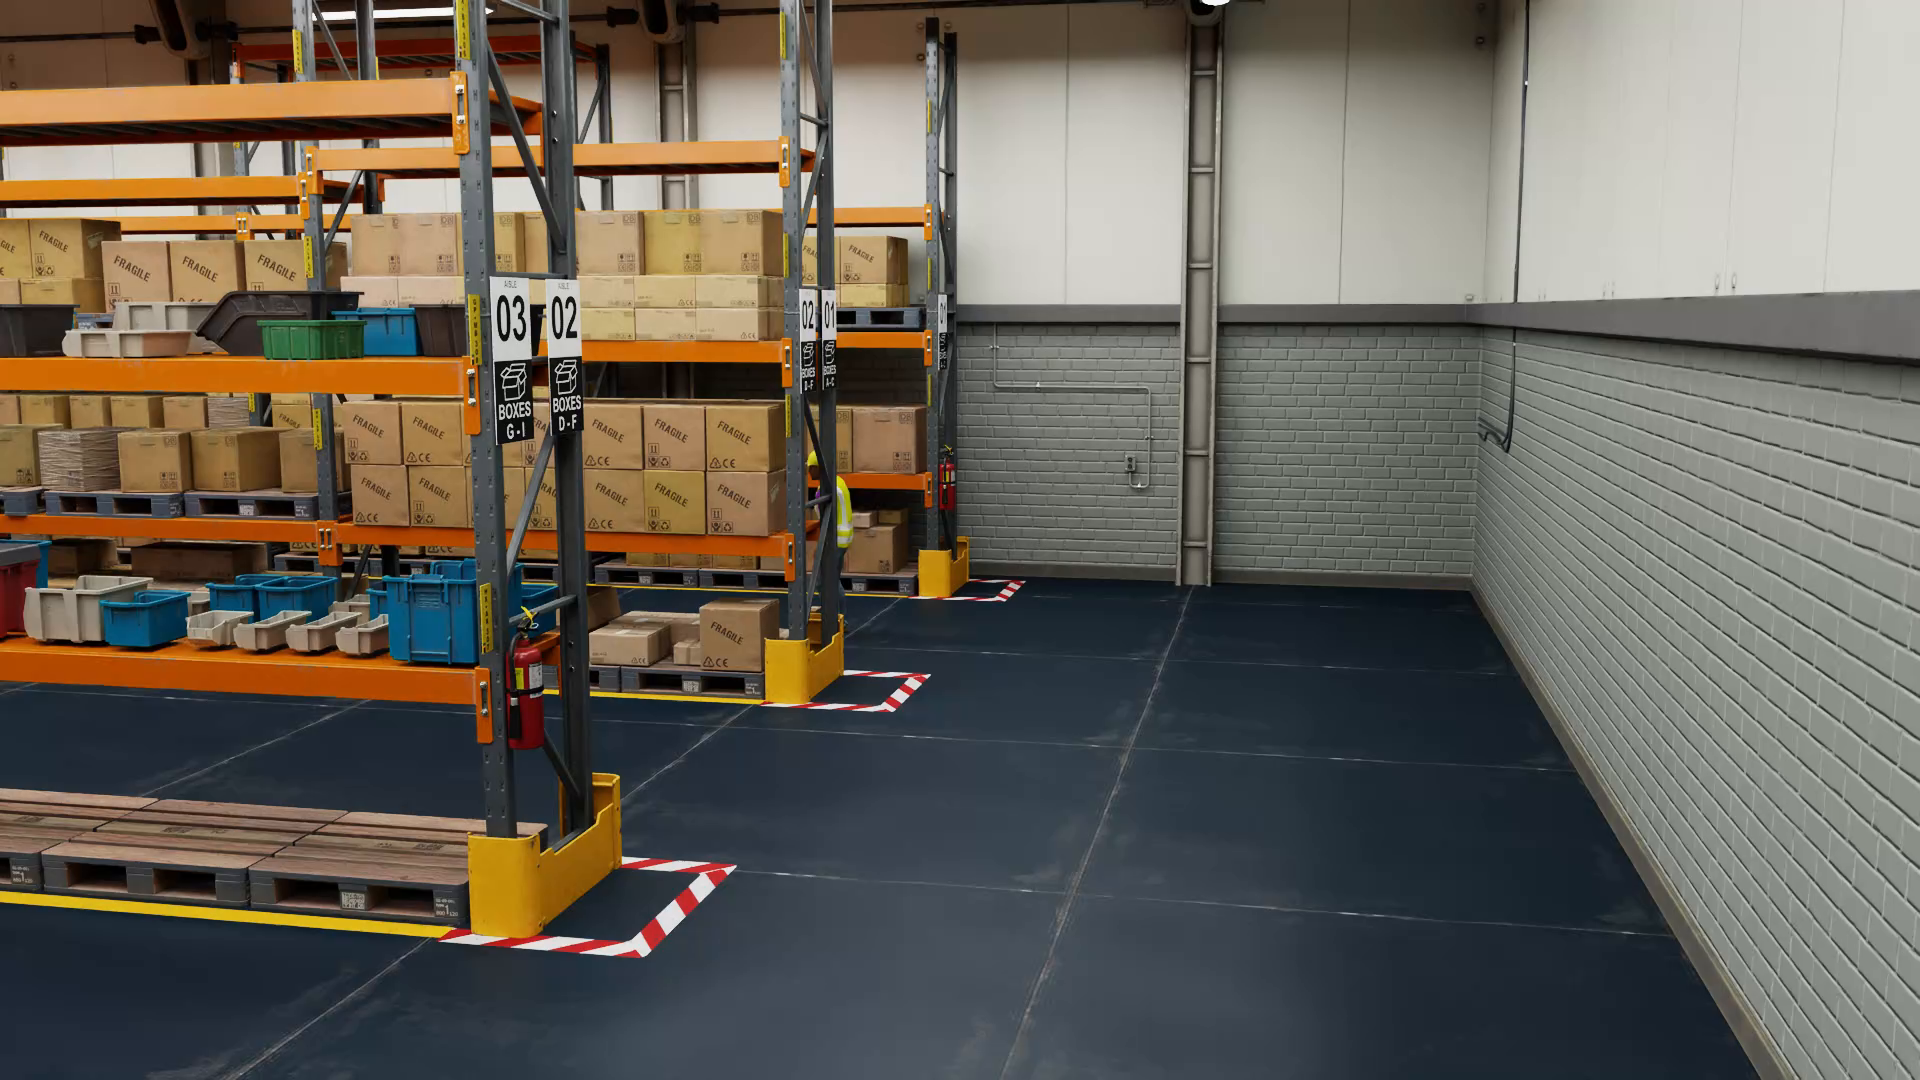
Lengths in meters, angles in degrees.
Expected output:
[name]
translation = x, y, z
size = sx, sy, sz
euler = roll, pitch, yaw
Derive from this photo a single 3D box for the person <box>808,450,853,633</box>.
[person]
translation = -1.232, 0.027, 15.546
size = 0.454, 1.761, 0.636
euler = 1, 8, 8
